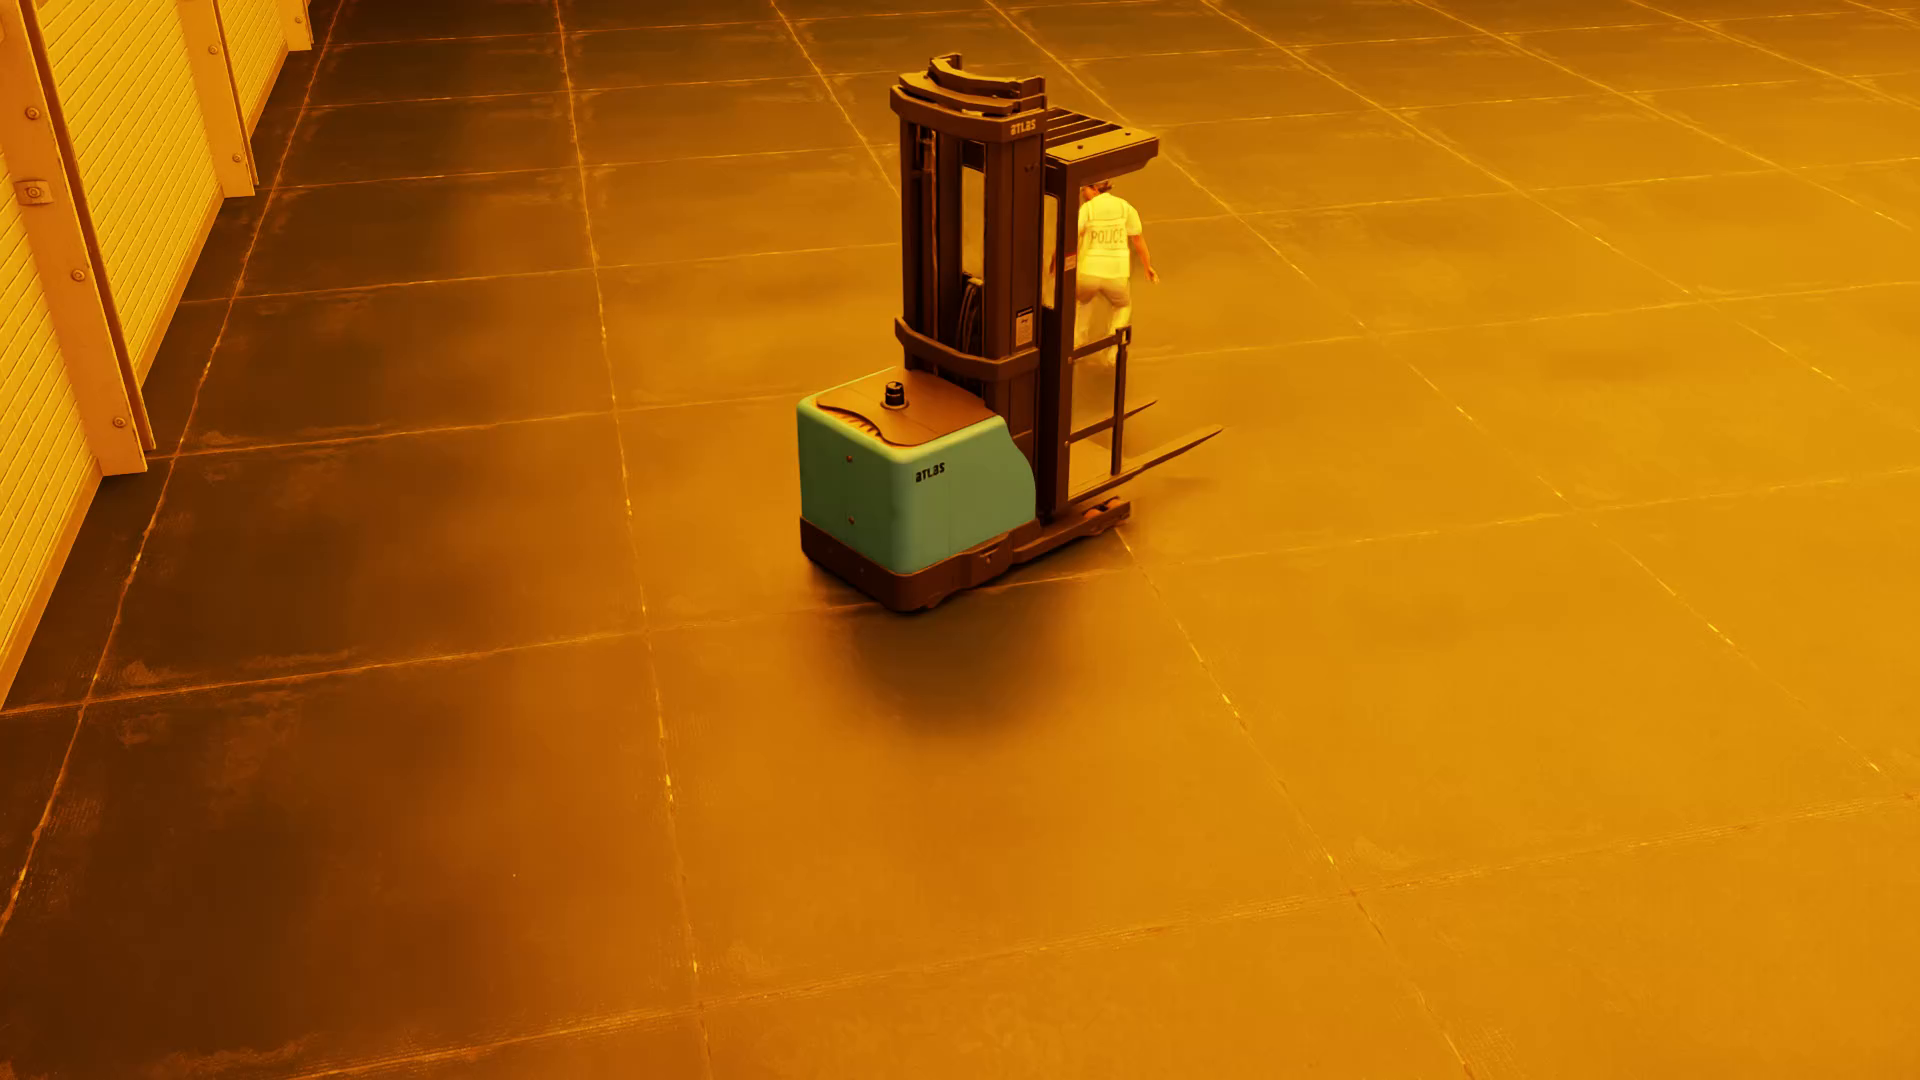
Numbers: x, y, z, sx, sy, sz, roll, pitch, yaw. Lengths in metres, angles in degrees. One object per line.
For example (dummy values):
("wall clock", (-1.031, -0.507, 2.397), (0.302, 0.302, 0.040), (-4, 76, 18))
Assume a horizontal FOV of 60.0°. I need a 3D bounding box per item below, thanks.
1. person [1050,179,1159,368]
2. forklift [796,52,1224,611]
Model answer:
("person", (1.104, -2.045, 12.606), (0.834, 1.480, 0.565), (-1, 30, -2))
("forklift", (0.457, -1.471, 10.116), (3.031, 2.935, 1.130), (-24, 38, -35))
